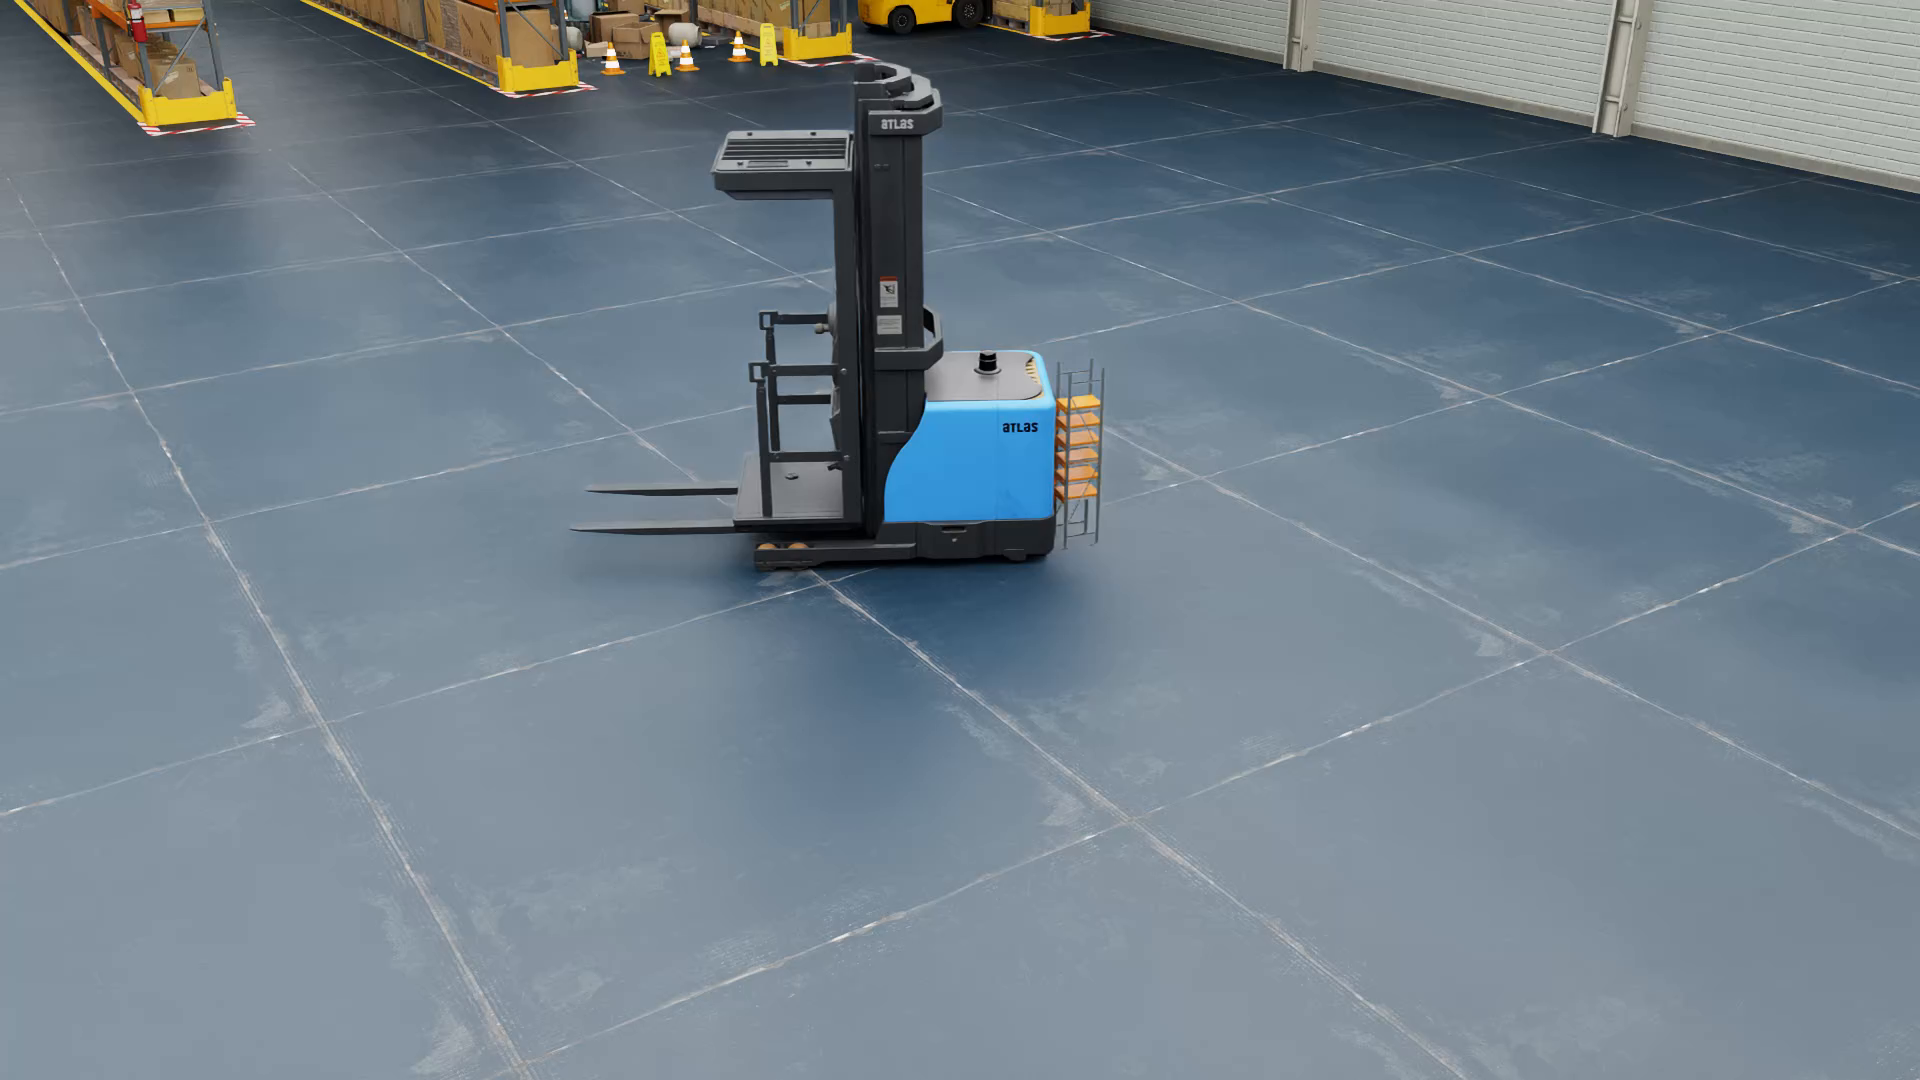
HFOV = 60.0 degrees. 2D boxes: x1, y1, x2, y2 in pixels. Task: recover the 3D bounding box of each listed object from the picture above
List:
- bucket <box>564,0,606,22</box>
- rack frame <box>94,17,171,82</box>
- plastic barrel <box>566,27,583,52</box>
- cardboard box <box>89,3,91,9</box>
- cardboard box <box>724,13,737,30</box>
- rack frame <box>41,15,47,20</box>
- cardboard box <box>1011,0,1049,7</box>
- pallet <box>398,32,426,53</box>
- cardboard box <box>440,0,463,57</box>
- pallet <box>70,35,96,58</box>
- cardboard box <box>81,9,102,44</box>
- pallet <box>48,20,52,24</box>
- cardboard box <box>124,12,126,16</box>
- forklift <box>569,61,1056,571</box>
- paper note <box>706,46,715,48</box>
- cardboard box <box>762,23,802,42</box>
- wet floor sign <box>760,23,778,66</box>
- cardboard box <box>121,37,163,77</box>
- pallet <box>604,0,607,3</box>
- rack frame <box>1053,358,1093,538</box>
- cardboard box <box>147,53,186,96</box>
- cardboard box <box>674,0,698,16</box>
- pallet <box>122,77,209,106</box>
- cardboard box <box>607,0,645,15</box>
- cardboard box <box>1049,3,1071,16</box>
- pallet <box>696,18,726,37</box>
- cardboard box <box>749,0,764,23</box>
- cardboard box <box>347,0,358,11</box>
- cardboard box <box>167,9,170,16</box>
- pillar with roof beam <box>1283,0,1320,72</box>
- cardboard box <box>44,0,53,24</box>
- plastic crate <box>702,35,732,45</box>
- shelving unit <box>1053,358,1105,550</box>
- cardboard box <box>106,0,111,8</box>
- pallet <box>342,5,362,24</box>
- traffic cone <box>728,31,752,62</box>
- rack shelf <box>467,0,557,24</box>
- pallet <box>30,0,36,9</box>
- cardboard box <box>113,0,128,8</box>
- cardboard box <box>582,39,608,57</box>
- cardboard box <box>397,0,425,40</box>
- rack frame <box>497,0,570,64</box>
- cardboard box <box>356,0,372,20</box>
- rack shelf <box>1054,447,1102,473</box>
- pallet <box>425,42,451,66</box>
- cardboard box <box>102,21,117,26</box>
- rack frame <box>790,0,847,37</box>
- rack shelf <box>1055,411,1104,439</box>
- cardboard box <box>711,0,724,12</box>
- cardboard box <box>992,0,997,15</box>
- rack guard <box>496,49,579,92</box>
[{"bbox_3d":[-6.616,-9.422,29.249,0.726,0.611,0.620,-6,16,-12],"label":"bucket"},{"bbox_3d":[-12.832,-8.606,25.467,1.000,3.000,0.127,-16,29,-30],"label":"rack frame"},{"bbox_3d":[-6.717,-8.513,28.287,0.512,0.421,0.421,3,25,6],"label":"plastic barrel"},{"bbox_3d":[-14.327,-9.025,27.888,0.500,0.250,0.500,-12,28,-24],"label":"cardboard box"},{"bbox_3d":[-3.841,-9.211,29.477,0.500,0.250,0.500,-16,30,-30],"label":"cardboard box"},{"bbox_3d":[-17.200,-11.468,31.529,1.000,3.000,0.127,-16,29,-30],"label":"rack frame"},{"bbox_3d":[1.283,-9.917,30.387,0.500,0.250,0.500,-16,30,-30],"label":"cardboard box"},{"bbox_3d":[-9.106,-8.724,28.982,1.003,0.211,1.213,-16,29,-30],"label":"pallet"},{"bbox_3d":[-7.842,-8.392,27.011,0.875,0.875,0.875,-15,29,-29],"label":"cardboard box"},{"bbox_3d":[-14.591,-8.496,28.500,1.003,0.211,1.213,-16,29,-30],"label":"pallet"},{"bbox_3d":[-14.320,-8.675,28.026,0.700,0.500,0.500,-18,31,-34],"label":"cardboard box"},{"bbox_3d":[-16.715,-9.948,31.576,1.003,0.211,1.213,-16,29,-30],"label":"pallet"},{"bbox_3d":[-11.416,-7.376,23.155,0.380,0.149,0.250,-16,29,-30],"label":"cardboard box"},{"bbox_3d":[-0.941,-1.365,10.208,3.031,2.935,1.130,-1,25,-3],"label":"forklift"},{"bbox_3d":[-4.339,-8.561,28.850,0.148,0.019,0.142,18,31,33],"label":"paper note"},{"bbox_3d":[-3.026,-8.667,28.324,0.500,0.250,0.500,-16,29,-30],"label":"cardboard box"},{"bbox_3d":[-3.138,-8.103,27.159,0.267,0.644,0.232,-6,26,-12],"label":"wet floor sign"},{"bbox_3d":[-12.329,-7.310,25.158,0.500,0.500,0.500,-6,26,-13],"label":"cardboard box"},{"bbox_3d":[-7.080,-11.385,34.620,1.003,0.211,1.213,-16,29,-30],"label":"pallet"},{"bbox_3d":[0.715,-0.572,10.556,0.240,1.200,0.006,-8,27,-17],"label":"rack frame"},{"bbox_3d":[-11.331,-6.668,23.798,0.500,0.500,0.500,-8,26,-16],"label":"cardboard box"},{"bbox_3d":[-4.818,-10.104,31.227,0.950,0.372,0.625,-15,29,-29],"label":"cardboard box"},{"bbox_3d":[-11.766,-6.677,24.646,1.003,0.211,1.213,-16,29,-30],"label":"pallet"},{"bbox_3d":[-6.004,-9.702,29.830,0.500,0.500,0.500,-16,29,-30],"label":"cardboard box"},{"bbox_3d":[1.707,-9.811,30.748,0.500,0.250,0.500,-15,29,-29],"label":"cardboard box"},{"bbox_3d":[-4.133,-9.423,30.463,1.003,0.211,1.213,-16,29,-30],"label":"pallet"},{"bbox_3d":[-3.289,-9.182,28.538,0.500,0.500,0.500,-14,29,-28],"label":"cardboard box"},{"bbox_3d":[-11.383,-10.391,31.683,0.500,0.500,0.500,-16,29,-30],"label":"cardboard box"},{"bbox_3d":[-10.849,-7.406,23.220,0.380,0.149,0.250,-16,29,-30],"label":"cardboard box"},{"bbox_3d":[1.855,-10.666,22.803,9.100,9.000,0.400,-16,29,-30],"label":"pillar with roof beam"},{"bbox_3d":[-15.855,-9.838,30.074,1.225,0.875,0.875,-15,29,-29],"label":"cardboard box"},{"bbox_3d":[-4.359,-8.843,29.388,0.583,0.080,0.402,18,31,33],"label":"plastic crate"},{"bbox_3d":[0.744,-0.535,10.478,0.258,1.200,0.189,-8,27,-17],"label":"shelving unit"},{"bbox_3d":[-12.137,-7.812,24.080,0.380,0.149,0.250,-16,29,-30],"label":"cardboard box"},{"bbox_3d":[-11.230,-10.176,32.058,1.003,0.211,1.213,-16,29,-30],"label":"pallet"},{"bbox_3d":[-3.661,-8.191,27.559,0.336,0.463,0.334,-16,29,-30],"label":"traffic cone"},{"bbox_3d":[-7.530,-8.685,26.477,1.077,0.370,4.000,-16,29,-30],"label":"rack shelf"},{"bbox_3d":[-18.219,-10.934,33.664,1.003,0.211,1.213,-16,29,-30],"label":"pallet"},{"bbox_3d":[-11.300,-7.709,23.102,0.875,0.500,0.500,-16,29,-30],"label":"cardboard box"},{"bbox_3d":[-6.140,-8.304,28.030,0.396,0.266,0.258,-10,27,-21],"label":"cardboard box"},{"bbox_3d":[-9.036,-9.100,28.656,1.050,0.750,0.750,-16,29,-30],"label":"cardboard box"},{"bbox_3d":[-6.438,-8.295,24.809,1.000,3.000,0.127,-16,29,-30],"label":"rack frame"},{"bbox_3d":[-10.548,-10.091,30.755,1.050,0.750,0.750,-16,30,-30],"label":"cardboard box"},{"bbox_3d":[0.744,-0.495,10.497,0.258,0.103,0.180,-8,27,-17],"label":"rack shelf"},{"bbox_3d":[-8.272,-8.175,27.820,1.003,0.211,1.213,-16,29,-30],"label":"pallet"},{"bbox_3d":[-13.394,-8.075,26.753,0.700,0.500,0.500,-16,29,-30],"label":"cardboard box"},{"bbox_3d":[-2.346,-9.485,27.329,1.000,3.000,0.127,-16,29,-30],"label":"rack frame"},{"bbox_3d":[0.744,-0.712,10.394,0.258,0.103,0.180,-8,27,-17],"label":"rack shelf"},{"bbox_3d":[-4.131,-9.739,29.717,0.500,0.500,0.500,-14,29,-28],"label":"cardboard box"},{"bbox_3d":[0.761,-10.045,31.244,0.500,0.250,0.500,-15,29,-29],"label":"cardboard box"},{"bbox_3d":[-6.425,-7.156,25.324,1.175,0.500,0.348,-16,29,-30],"label":"rack guard"}]
